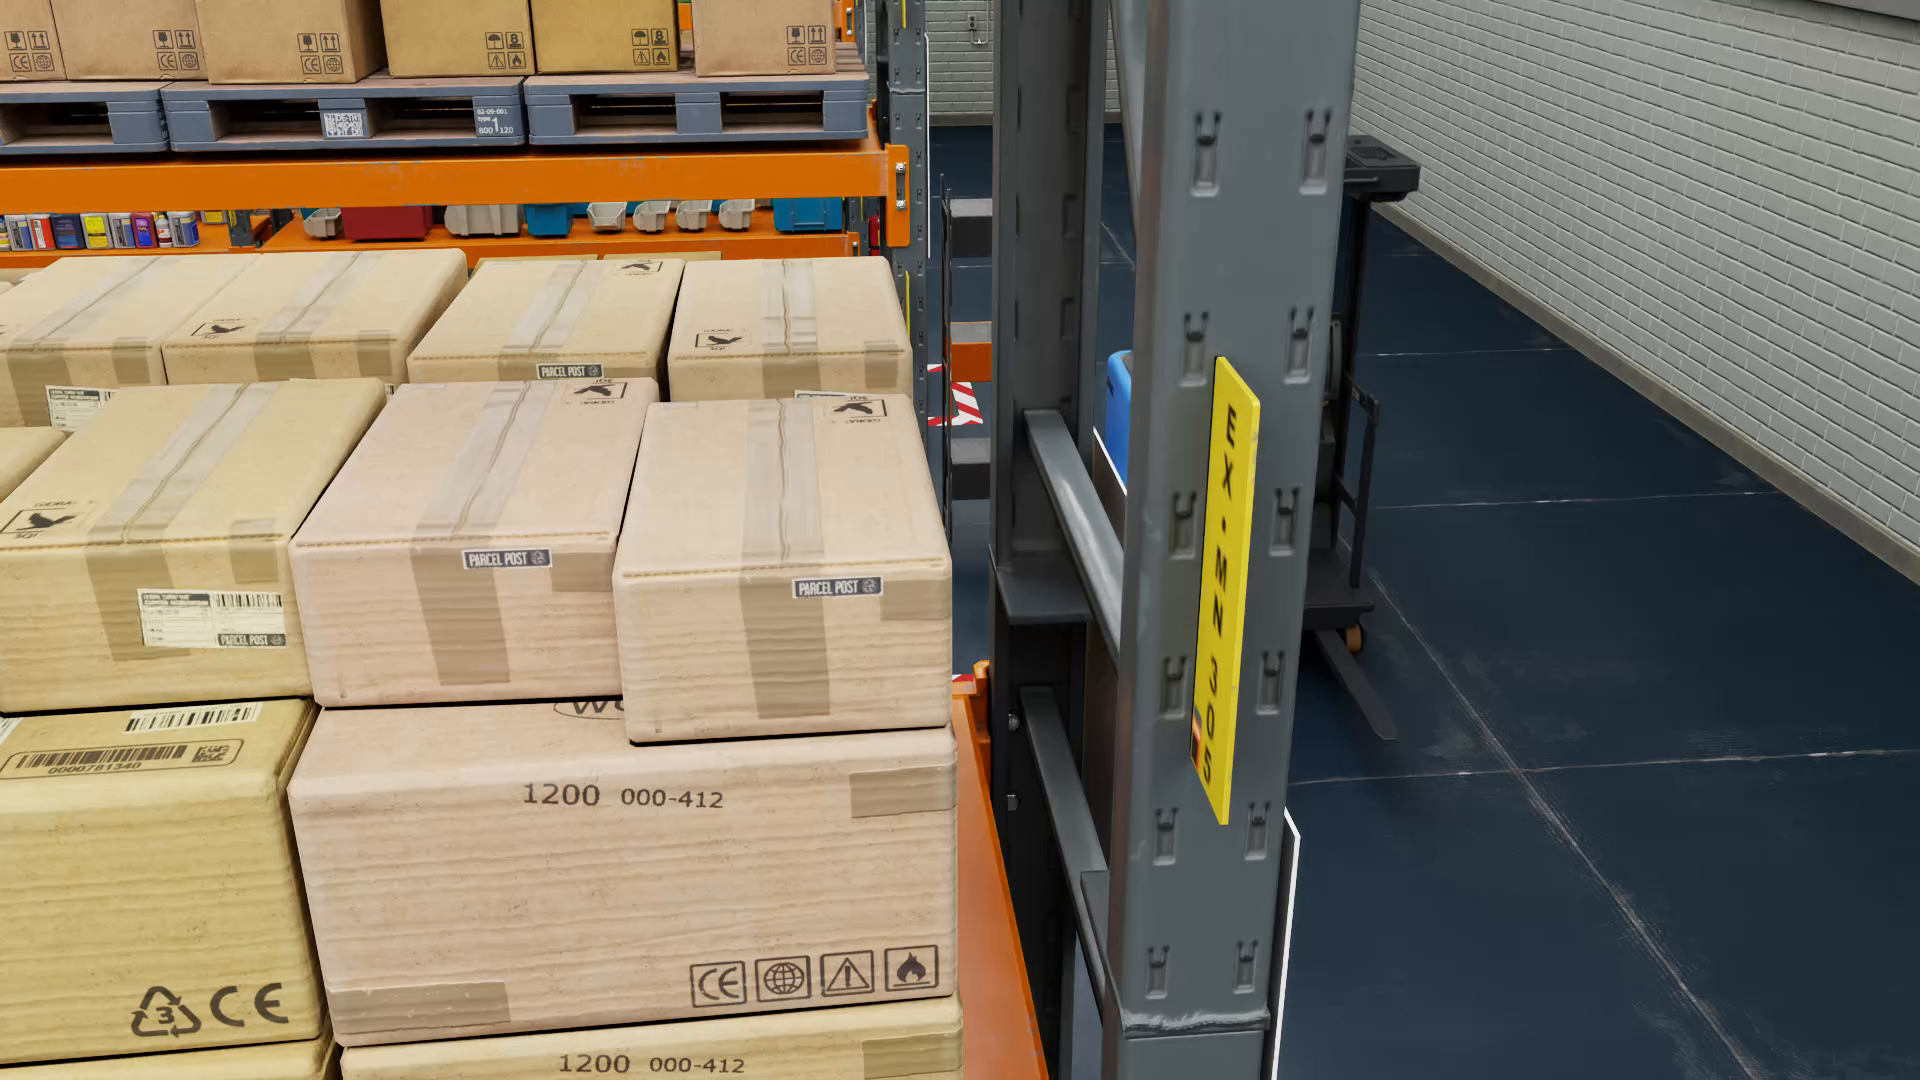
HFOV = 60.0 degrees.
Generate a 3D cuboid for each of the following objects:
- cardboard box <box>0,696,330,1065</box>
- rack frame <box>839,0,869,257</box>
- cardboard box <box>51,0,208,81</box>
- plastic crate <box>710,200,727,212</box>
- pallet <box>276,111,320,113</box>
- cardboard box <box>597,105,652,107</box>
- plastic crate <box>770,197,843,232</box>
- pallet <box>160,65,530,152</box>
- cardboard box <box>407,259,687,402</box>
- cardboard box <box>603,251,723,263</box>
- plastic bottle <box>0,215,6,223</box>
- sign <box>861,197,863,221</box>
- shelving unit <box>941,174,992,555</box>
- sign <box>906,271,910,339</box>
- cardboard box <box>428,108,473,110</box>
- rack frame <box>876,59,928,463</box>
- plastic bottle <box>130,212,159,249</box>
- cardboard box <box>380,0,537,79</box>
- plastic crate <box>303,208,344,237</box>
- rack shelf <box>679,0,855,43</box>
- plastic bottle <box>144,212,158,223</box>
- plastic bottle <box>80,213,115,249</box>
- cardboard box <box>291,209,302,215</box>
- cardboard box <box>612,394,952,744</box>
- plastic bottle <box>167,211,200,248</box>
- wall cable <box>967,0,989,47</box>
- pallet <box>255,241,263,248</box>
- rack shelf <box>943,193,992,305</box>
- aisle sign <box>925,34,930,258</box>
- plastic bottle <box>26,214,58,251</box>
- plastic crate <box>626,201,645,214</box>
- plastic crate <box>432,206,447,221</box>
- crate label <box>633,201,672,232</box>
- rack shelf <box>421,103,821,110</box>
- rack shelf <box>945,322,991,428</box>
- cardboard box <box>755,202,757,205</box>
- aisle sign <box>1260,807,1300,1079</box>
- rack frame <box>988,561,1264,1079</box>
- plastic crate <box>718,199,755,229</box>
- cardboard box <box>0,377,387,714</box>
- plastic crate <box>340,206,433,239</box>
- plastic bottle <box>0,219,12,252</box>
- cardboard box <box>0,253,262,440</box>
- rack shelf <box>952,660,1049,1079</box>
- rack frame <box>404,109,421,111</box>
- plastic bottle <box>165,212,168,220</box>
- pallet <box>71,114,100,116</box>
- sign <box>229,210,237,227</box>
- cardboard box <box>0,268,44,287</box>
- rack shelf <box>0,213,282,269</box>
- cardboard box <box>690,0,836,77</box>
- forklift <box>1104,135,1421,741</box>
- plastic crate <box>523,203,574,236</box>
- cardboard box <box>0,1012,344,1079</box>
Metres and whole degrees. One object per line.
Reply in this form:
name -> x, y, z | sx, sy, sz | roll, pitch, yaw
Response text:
cardboard box -> -0.790, 0.201, 1.480 | 0.500, 0.250, 0.500 | -3, 24, -7
rack frame -> -0.722, -2.421, 11.503 | 0.127, 3.000, 1.000 | -2, 24, -5
cardboard box -> -2.907, -1.988, 6.074 | 0.500, 0.500, 0.700 | -1, 24, -2
plastic crate -> -1.655, -2.469, 11.743 | 0.300, 0.233, 0.416 | -2, 24, -5
pallet -> -5.991, -4.188, 15.715 | 1.213, 0.211, 1.003 | -2, 24, -5
cardboard box -> -3.138, -4.281, 15.565 | 0.500, 0.500, 0.500 | -3, 24, -6
plastic crate -> -1.037, -2.376, 11.284 | 0.499, 0.435, 0.616 | -2, 24, -5
pallet -> -2.189, -1.665, 6.220 | 1.213, 0.211, 1.003 | -2, 24, -5
cardboard box -> -0.448, -0.199, 1.890 | 0.250, 0.149, 0.380 | -1, 24, -3
cardboard box -> -1.237, -0.899, 6.975 | 0.500, 0.500, 0.500 | -3, 24, -6
plastic bottle -> -6.568, -2.294, 11.377 | 0.097, 0.271, 0.097 | 0, 24, 0
sign -> -0.651, -2.274, 10.972 | 0.005, 0.325, 0.100 | -2, 24, -5
shelving unit -> 0.165, -0.966, 9.338 | 0.503, 2.100, 0.431 | -2, 24, -5
sign -> -0.195, -0.836, 6.221 | 0.005, 0.325, 0.100 | -2, 24, -5
cardboard box -> -4.651, -4.219, 15.427 | 0.500, 0.500, 0.500 | -2, 24, -4
rack frame -> -0.235, -0.419, 6.999 | 0.127, 3.000, 1.000 | -2, 24, -5
plastic bottle -> -5.288, -2.034, 10.776 | 0.133, 0.283, 0.061 | -2, 24, -5
cardboard box -> -1.829, -2.016, 6.137 | 0.500, 0.500, 0.700 | -4, 24, -9
plastic crate -> -4.225, -2.129, 11.097 | 0.243, 0.136, 0.396 | -2, 24, -5
rack shelf -> -2.712, -3.383, 10.861 | 4.000, 0.370, 1.077 | -2, 24, -5
plastic bottle -> -5.534, -2.242, 11.345 | 0.097, 0.201, 0.097 | 0, 24, 0
plastic bottle -> -5.585, -2.070, 10.774 | 0.185, 0.351, 0.144 | -2, 24, -5
cardboard box -> -6.141, -3.170, 15.726 | 0.500, 0.500, 0.500 | -2, 24, -5
cardboard box -> -0.150, 0.009, 1.421 | 0.250, 0.149, 0.380 | -3, 24, -6
plastic bottle -> -5.063, -2.058, 10.840 | 0.135, 0.276, 0.152 | -2, 24, -5
wall cable -> -0.514, -7.323, 21.282 | 1.851, 1.984, 0.084 | -2, 24, -5
pallet -> -7.208, -2.891, 15.996 | 1.213, 0.211, 1.003 | -2, 24, -5
rack shelf -> 0.165, -1.593, 9.060 | 0.480, 0.518, 0.431 | -2, 24, -5
aisle sign -> -0.134, -1.488, 6.205 | 0.004, 0.787, 0.394 | -2, 24, -5
plastic bottle -> -5.928, -2.023, 10.762 | 0.135, 0.276, 0.152 | -2, 24, -5
plastic crate -> -2.310, -2.442, 11.684 | 0.300, 0.233, 0.416 | -2, 24, -5
plastic crate -> -3.615, -2.316, 11.533 | 0.590, 0.125, 0.437 | -2, 24, -5
crate label -> -2.080, -2.195, 11.247 | 0.243, 0.136, 0.396 | -2, 24, -5
rack shelf -> -3.195, -4.015, 15.975 | 4.000, 0.370, 1.077 | -2, 24, -5
rack shelf -> 0.165, -0.954, 9.344 | 0.480, 0.518, 0.431 | -2, 24, -5
cardboard box -> -2.271, -3.441, 16.642 | 0.500, 0.250, 0.500 | -2, 24, -5
aisle sign -> 0.254, 0.520, 1.686 | 0.004, 0.787, 0.394 | -2, 24, -5
rack frame -> 0.152, 1.590, 2.480 | 0.127, 3.000, 1.000 | -2, 24, -5
plastic crate -> -1.515, -2.222, 11.307 | 0.243, 0.136, 0.396 | -2, 24, -5
cardboard box -> -0.660, -0.010, 1.465 | 0.250, 0.149, 0.380 | -3, 24, -7
plastic crate -> -3.789, -2.252, 10.971 | 0.583, 0.464, 0.402 | -2, 24, -5
plastic bottle -> -6.175, -1.968, 10.730 | 0.097, 0.201, 0.097 | 0, 24, 0
cardboard box -> -0.967, -0.208, 1.911 | 0.250, 0.149, 0.380 | -2, 24, -4
rack shelf -> -1.838, 0.628, 1.837 | 4.000, 0.370, 1.077 | -2, 24, -5
rack frame -> -5.185, -4.263, 15.649 | 0.127, 3.000, 1.000 | -2, 24, -5
plastic bottle -> -5.452, -2.339, 11.478 | 0.097, 0.271, 0.097 | 0, 24, 0
pallet -> -8.498, -4.072, 15.453 | 1.003, 0.211, 1.213 | -2, 24, -5
sign -> -4.650, -2.165, 10.588 | 0.005, 0.325, 0.100 | -2, 24, -5
cardboard box -> -3.784, -0.796, 6.742 | 0.500, 0.500, 0.500 | -2, 24, -4
rack shelf -> -6.693, -1.853, 11.111 | 4.000, 0.370, 1.077 | -2, 24, -5
cardboard box -> -0.747, -2.030, 6.169 | 0.500, 0.500, 0.700 | -4, 24, -8
forklift -> 1.460, -0.870, 8.098 | 1.130, 2.935, 3.031 | -2, 24, -4
plastic crate -> -2.740, -2.186, 11.108 | 0.300, 0.233, 0.416 | -2, 24, -5
cardboard box -> -0.782, 0.436, 1.567 | 0.500, 0.250, 0.500 | -2, 24, -5
